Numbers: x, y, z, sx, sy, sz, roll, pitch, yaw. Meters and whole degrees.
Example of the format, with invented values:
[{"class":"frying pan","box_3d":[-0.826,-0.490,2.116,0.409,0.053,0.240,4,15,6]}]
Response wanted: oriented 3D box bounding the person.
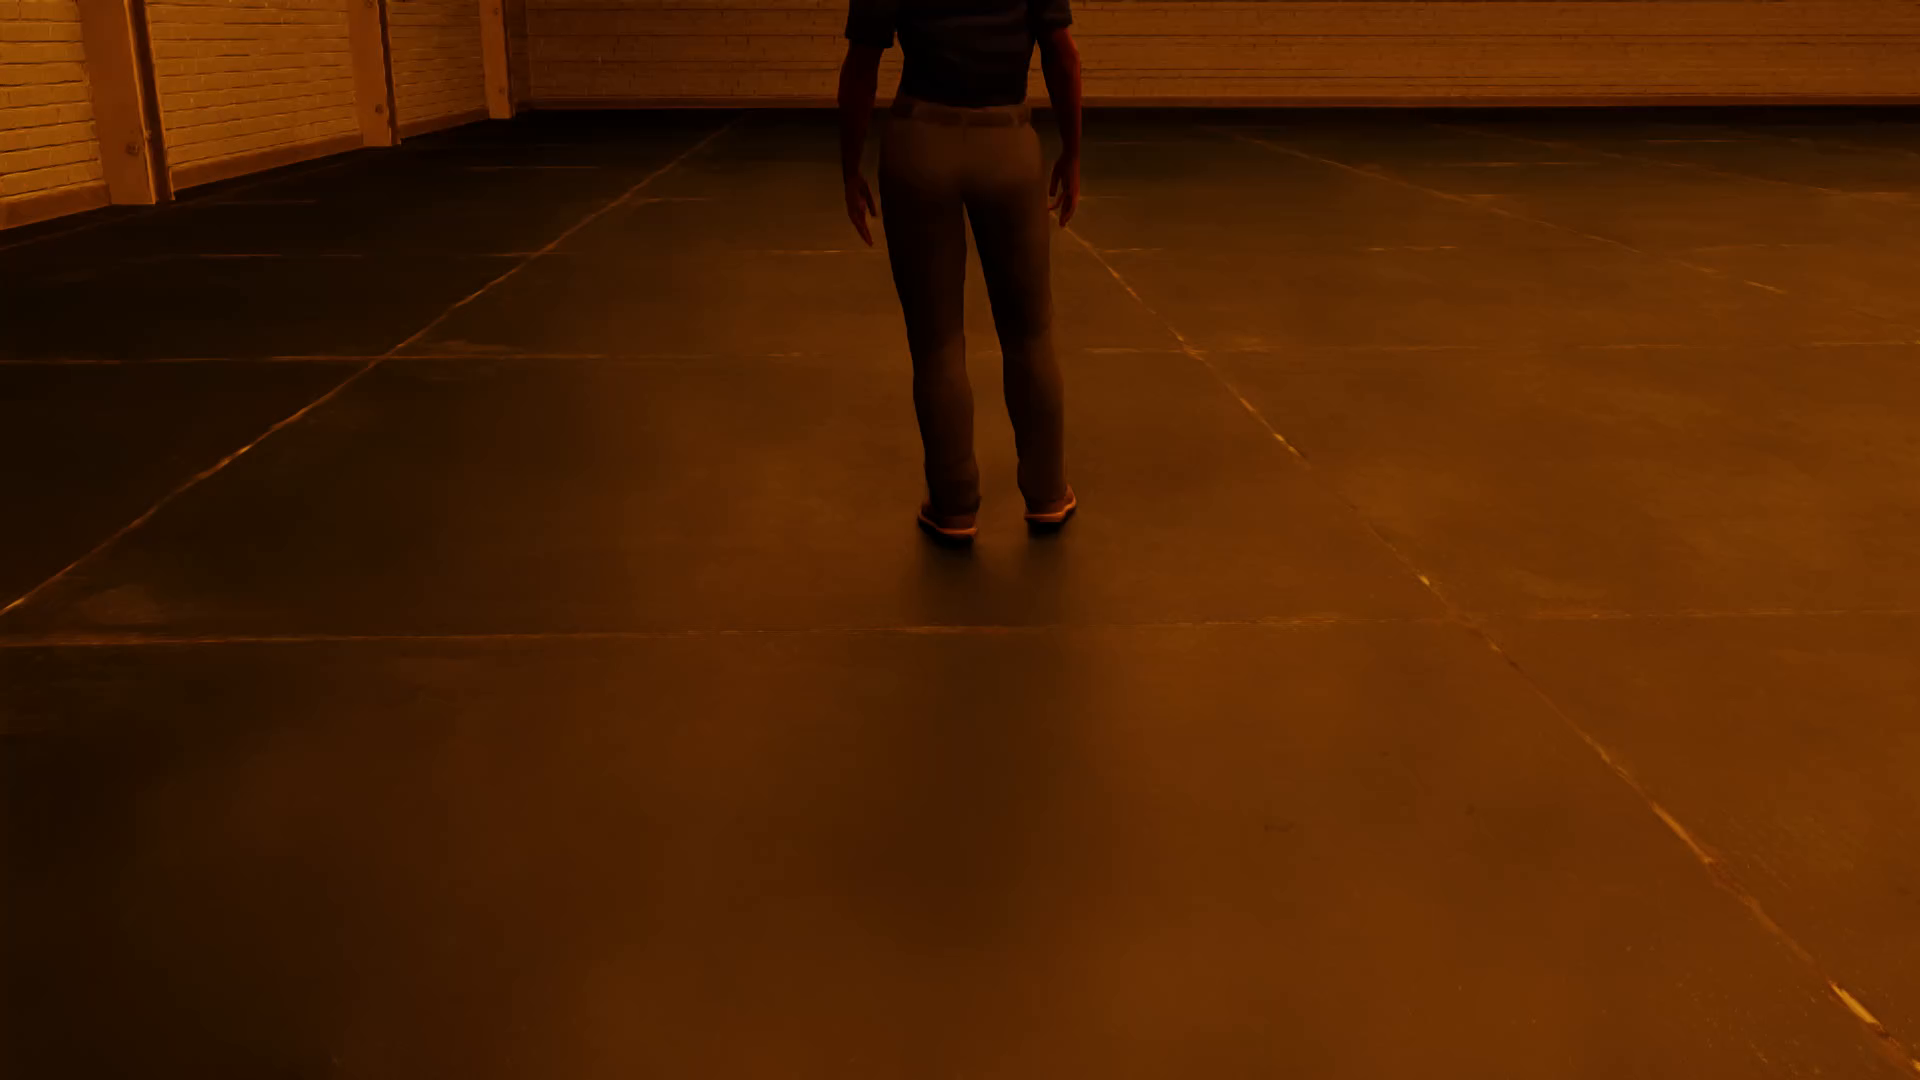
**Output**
[{"class":"person","box_3d":[0.015,-0.824,3.759,0.570,1.654,0.503,-1,17,-3]}]
